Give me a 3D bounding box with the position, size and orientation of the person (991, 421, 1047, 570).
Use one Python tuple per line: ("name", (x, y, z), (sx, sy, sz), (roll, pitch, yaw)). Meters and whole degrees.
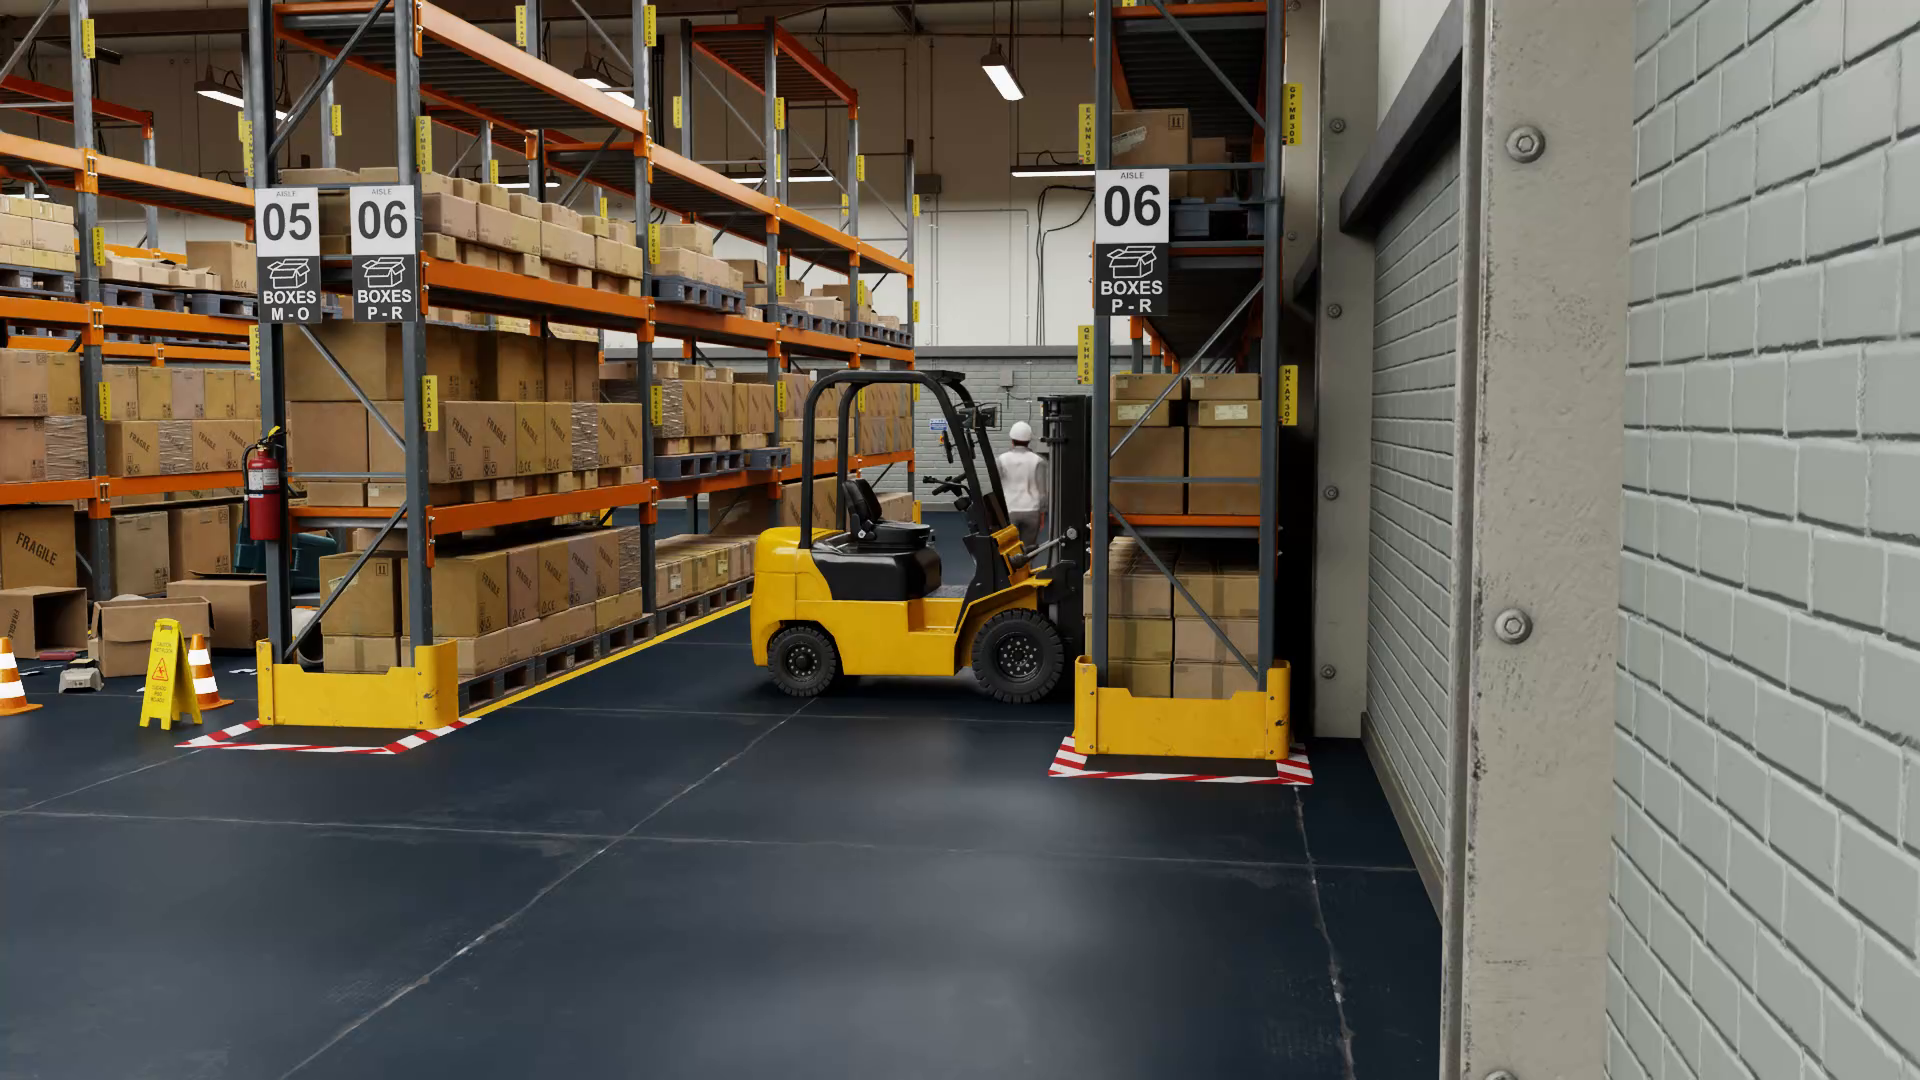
("person", (0.567, -0.265, 16.093), (0.544, 1.761, 0.495), (0, 4, 2))
